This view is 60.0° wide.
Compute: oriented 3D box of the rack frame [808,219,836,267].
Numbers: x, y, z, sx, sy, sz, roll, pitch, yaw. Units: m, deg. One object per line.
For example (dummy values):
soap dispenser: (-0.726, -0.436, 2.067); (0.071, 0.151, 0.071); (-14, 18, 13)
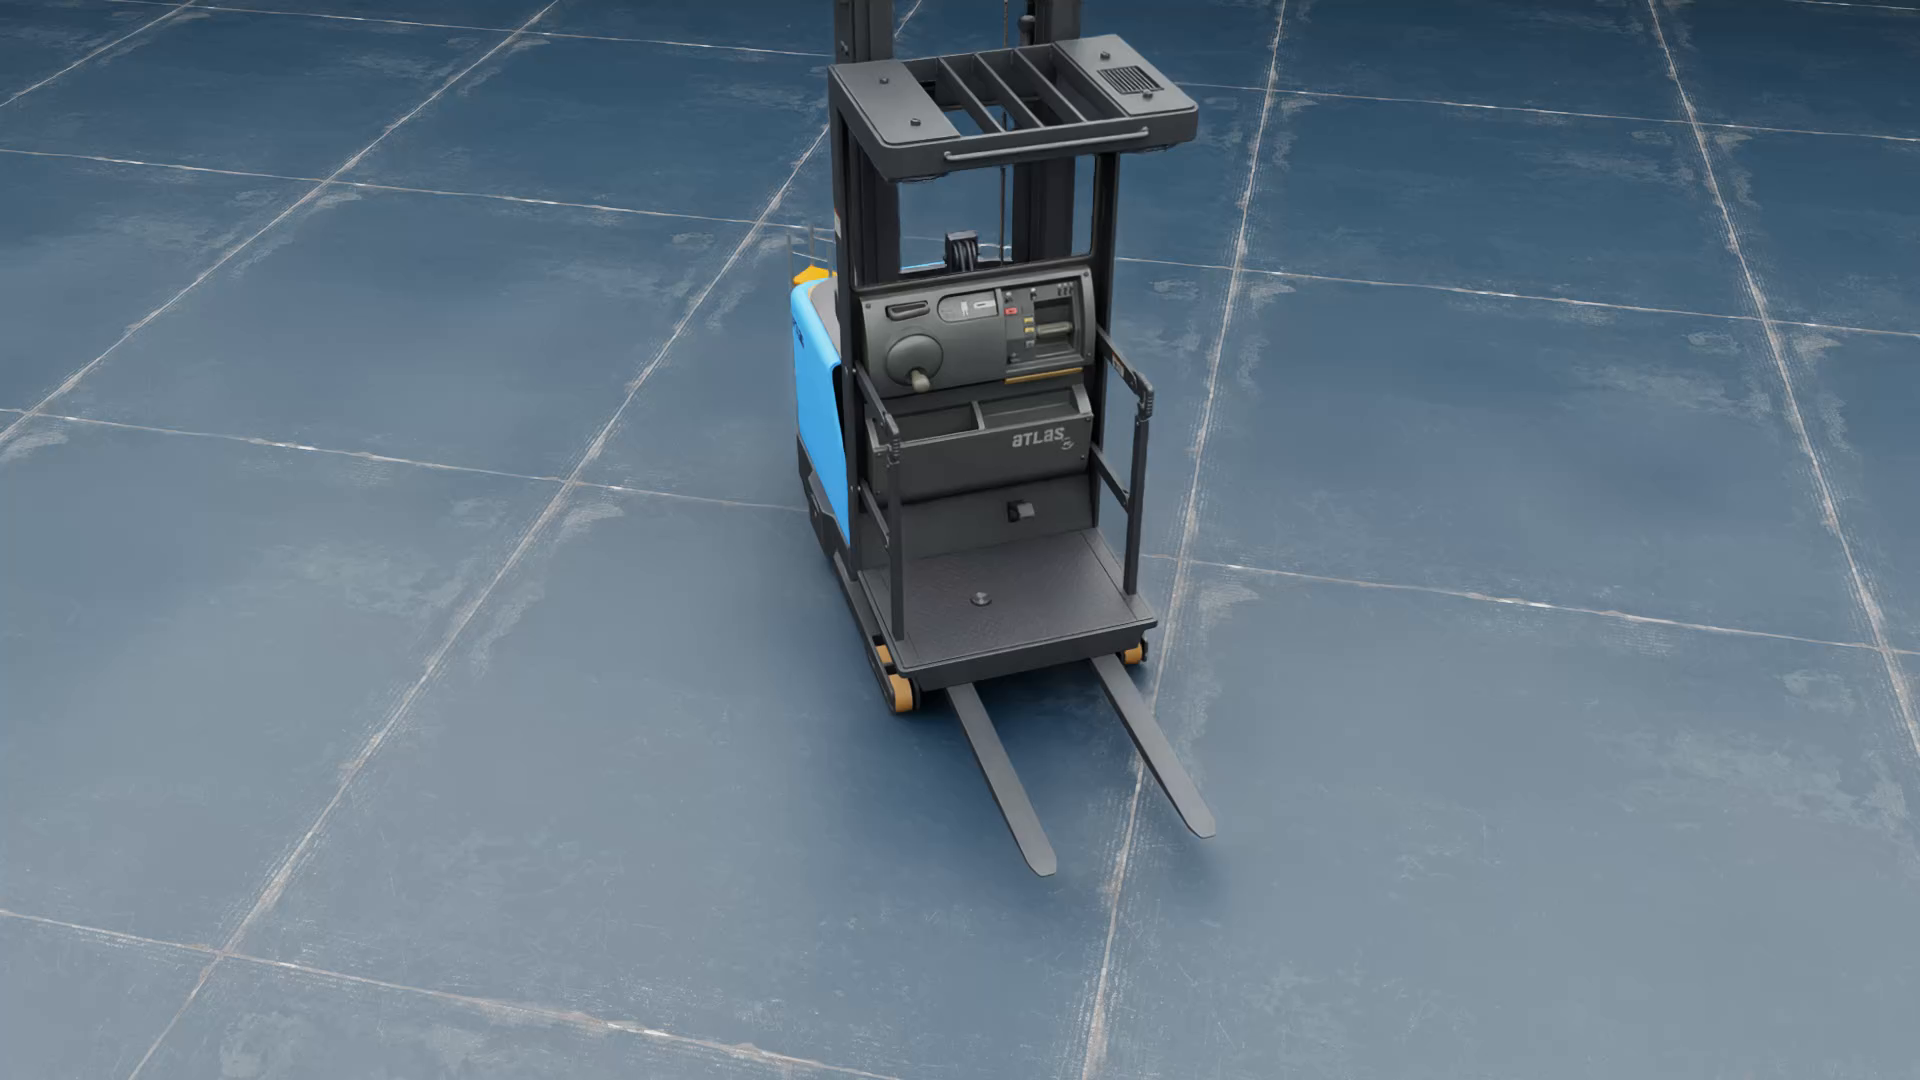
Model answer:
rack frame: (-0.603, -0.983, 8.084); (0.240, 1.200, 0.006); (18, 40, 23)

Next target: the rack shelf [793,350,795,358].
rack shelf: (-0.648, -0.900, 8.045); (0.258, 0.103, 0.180); (18, 40, 23)

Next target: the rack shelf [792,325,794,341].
rack shelf: (-0.648, -0.997, 7.974); (0.258, 0.103, 0.180); (18, 40, 23)

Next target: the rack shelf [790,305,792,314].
rack shelf: (-0.648, -1.094, 7.904); (0.258, 0.103, 0.180); (18, 40, 23)

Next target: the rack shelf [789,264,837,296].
rack shelf: (-0.648, -1.191, 7.834); (0.258, 0.103, 0.180); (18, 40, 23)

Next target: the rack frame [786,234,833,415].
rack frame: (-0.692, -0.889, 7.954); (0.240, 1.200, 0.006); (18, 40, 23)

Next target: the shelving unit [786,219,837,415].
shelving unit: (-0.648, -0.936, 8.019); (0.258, 1.200, 0.189); (18, 40, 23)

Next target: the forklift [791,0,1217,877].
forklift: (0.145, -0.746, 6.282); (1.130, 2.935, 3.031); (-10, 37, -14)

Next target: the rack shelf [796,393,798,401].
rack shelf: (-0.648, -0.705, 8.186); (0.258, 0.103, 0.180); (18, 40, 23)
